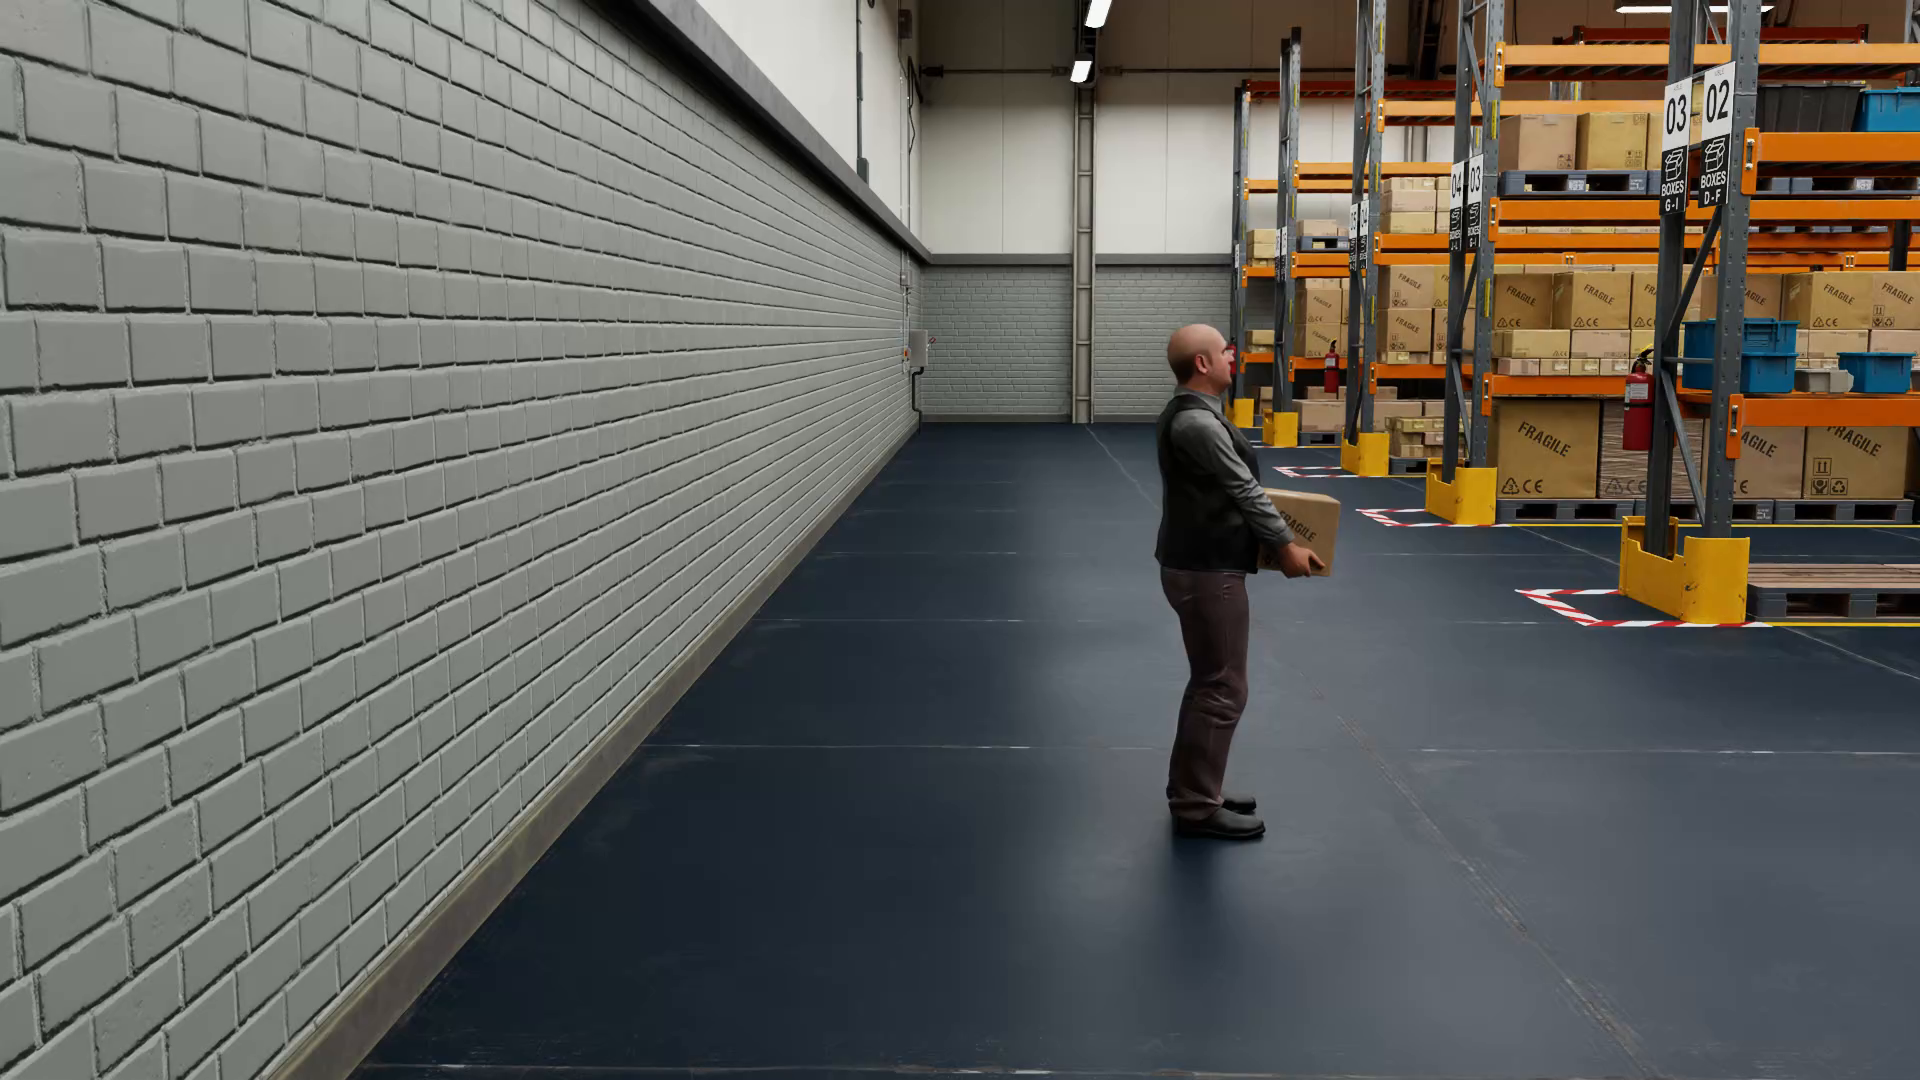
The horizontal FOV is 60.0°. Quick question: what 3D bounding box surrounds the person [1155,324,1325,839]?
[{"bbox_3d":[0.937,0.128,5.659,0.549,1.712,0.494,0,7,2],"label":"person"}]
